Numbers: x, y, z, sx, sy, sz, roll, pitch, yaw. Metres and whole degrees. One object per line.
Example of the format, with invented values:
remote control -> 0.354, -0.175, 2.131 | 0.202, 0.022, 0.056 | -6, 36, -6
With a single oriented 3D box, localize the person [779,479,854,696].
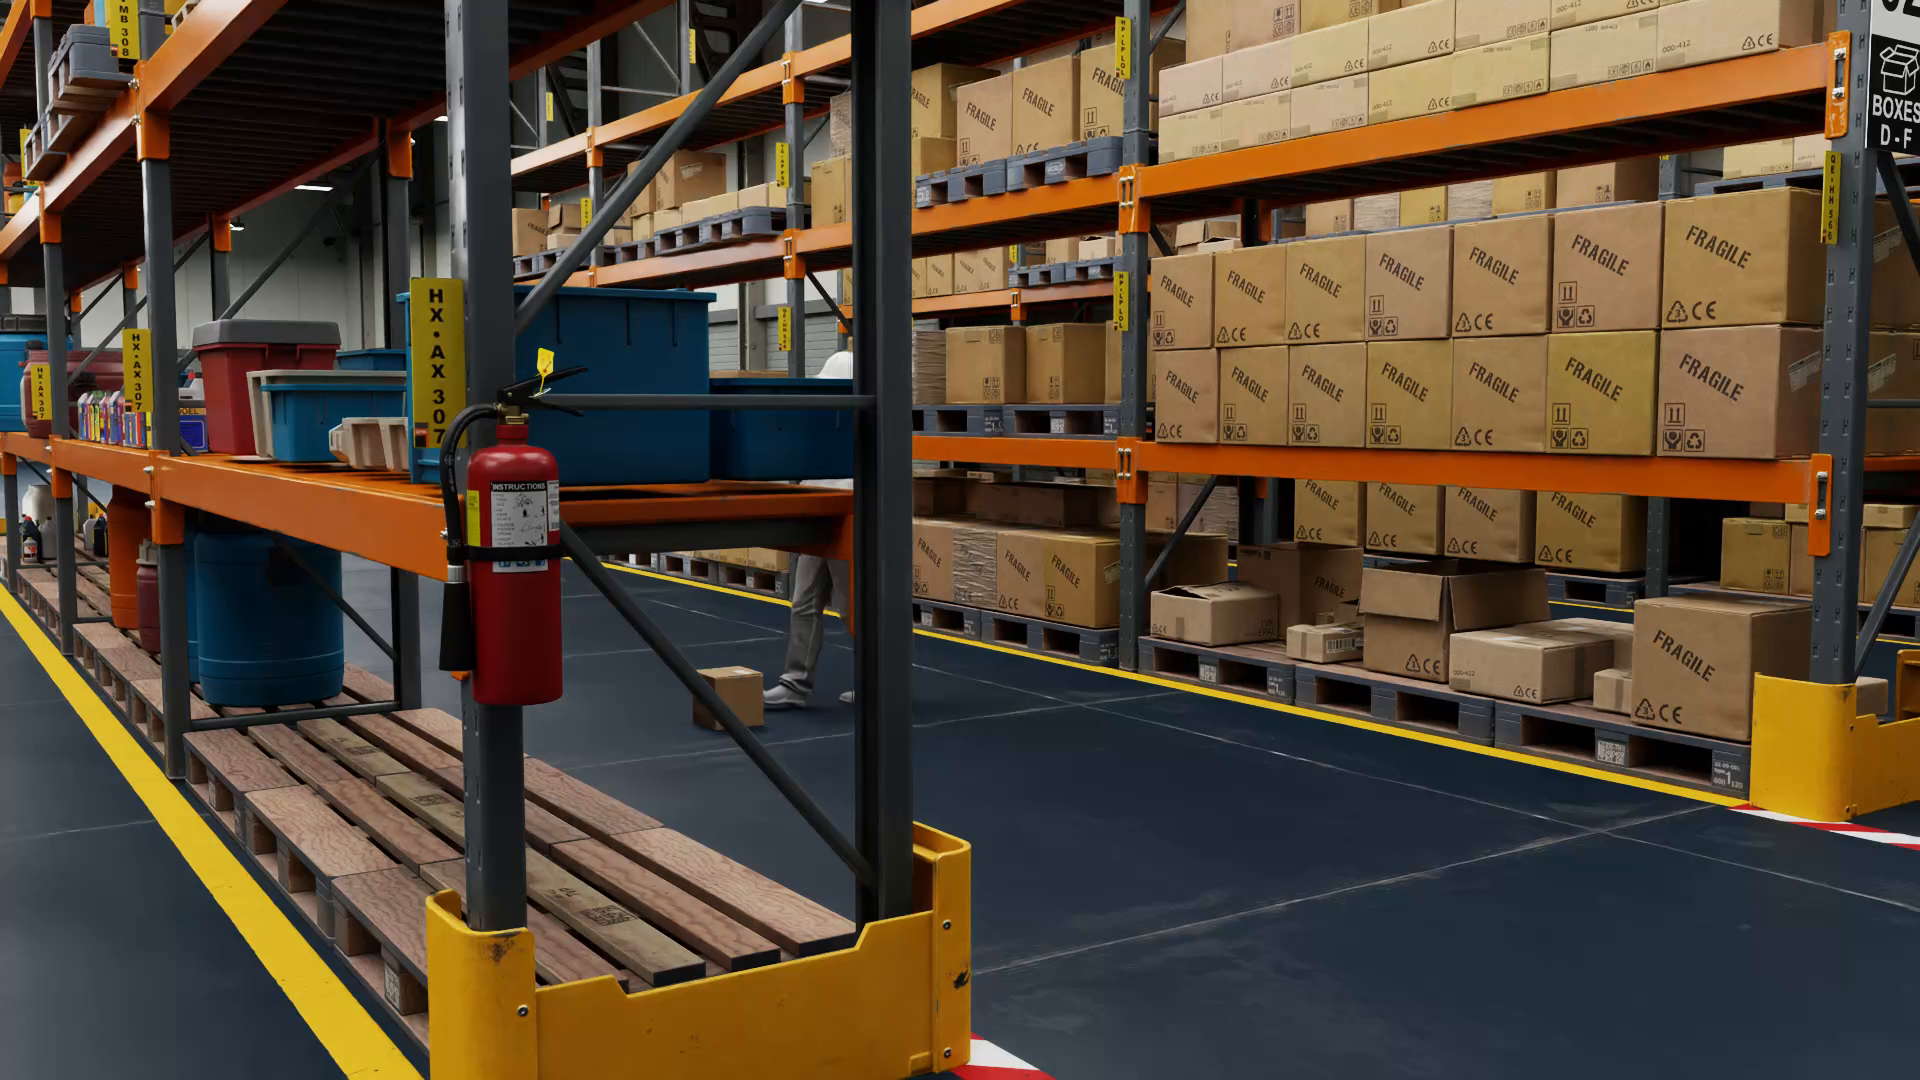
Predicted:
person -> -0.585, 0.044, 8.226 | 0.595, 1.470, 0.446 | -2, 5, -25
